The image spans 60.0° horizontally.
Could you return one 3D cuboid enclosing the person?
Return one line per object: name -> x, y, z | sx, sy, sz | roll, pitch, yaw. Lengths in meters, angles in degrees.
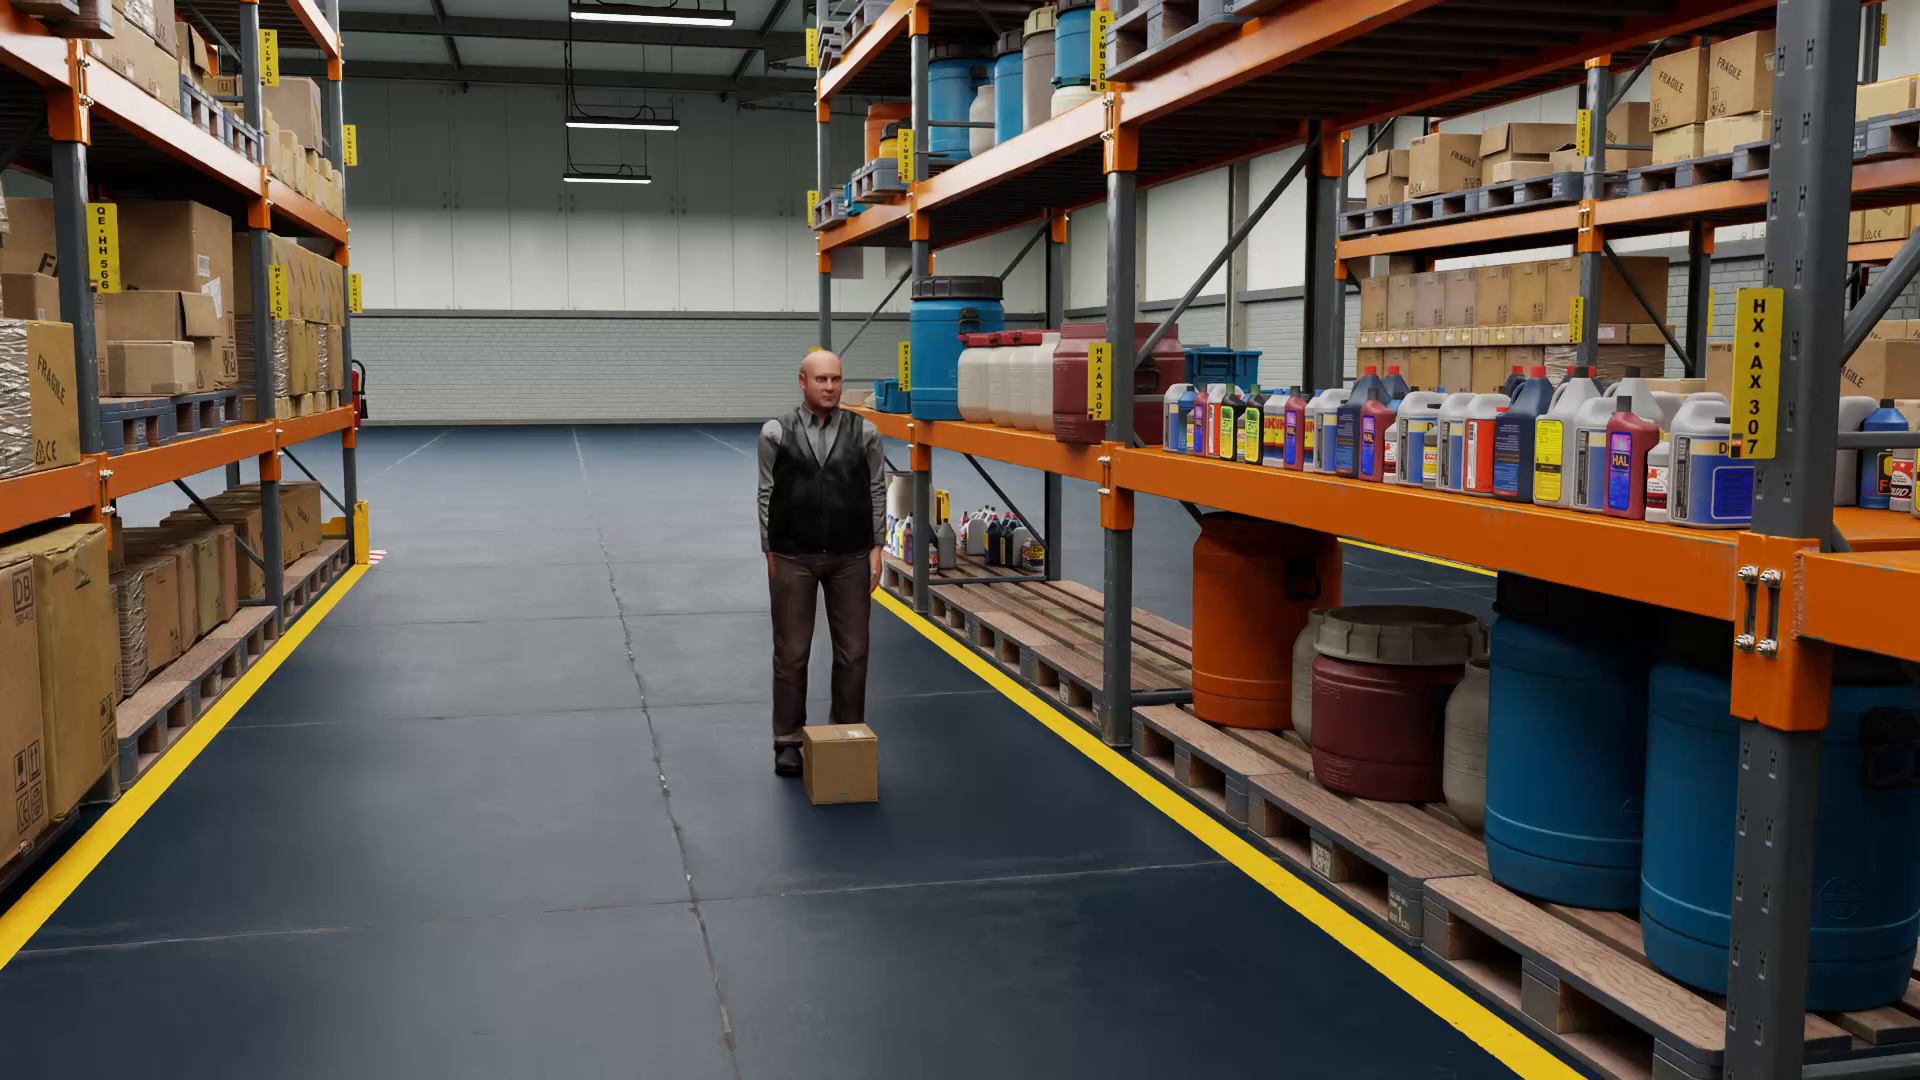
person -> -0.555, 0.084, 6.800 | 0.533, 1.715, 0.360 | -1, 6, -12
